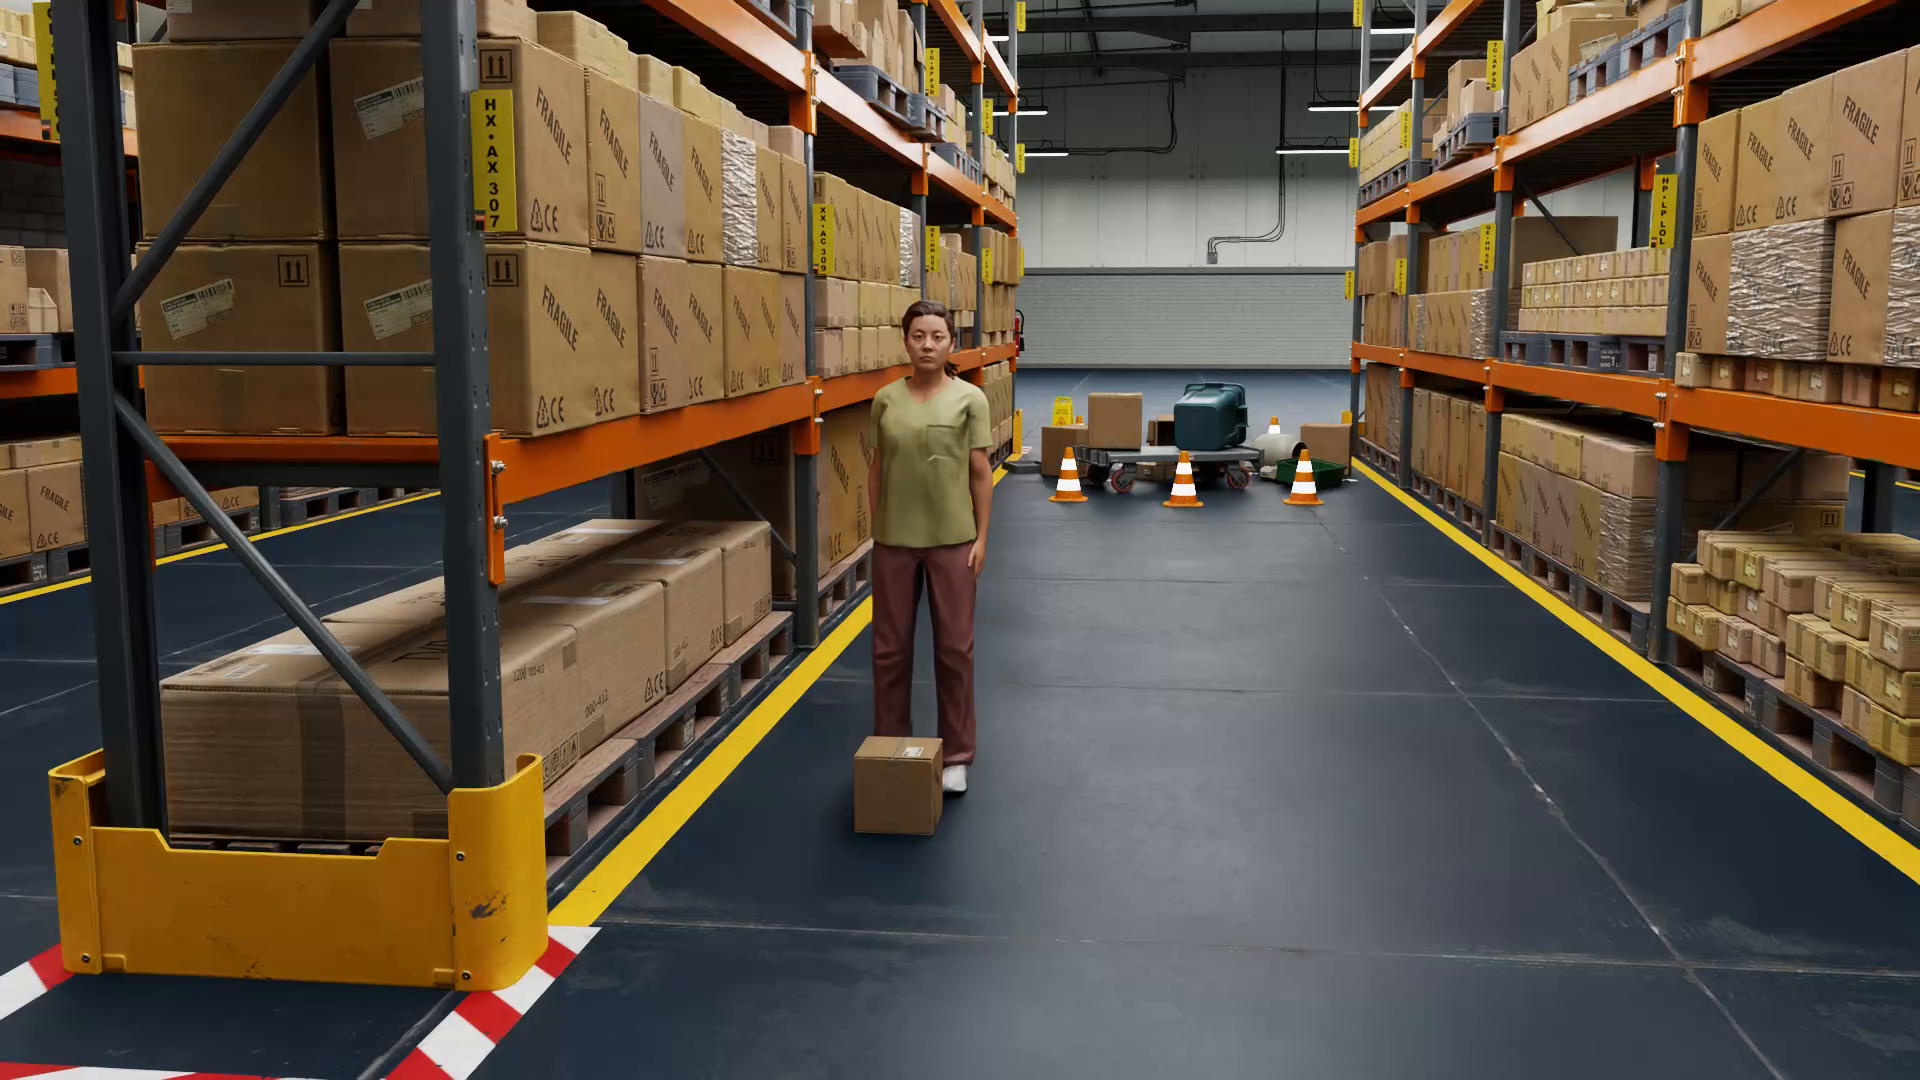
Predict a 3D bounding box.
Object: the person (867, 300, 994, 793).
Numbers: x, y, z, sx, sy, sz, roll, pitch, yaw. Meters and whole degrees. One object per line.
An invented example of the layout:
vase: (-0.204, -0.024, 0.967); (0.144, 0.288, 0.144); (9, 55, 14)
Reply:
person: (-0.109, 0.034, 5.695); (0.439, 1.696, 0.372); (1, 8, 9)
